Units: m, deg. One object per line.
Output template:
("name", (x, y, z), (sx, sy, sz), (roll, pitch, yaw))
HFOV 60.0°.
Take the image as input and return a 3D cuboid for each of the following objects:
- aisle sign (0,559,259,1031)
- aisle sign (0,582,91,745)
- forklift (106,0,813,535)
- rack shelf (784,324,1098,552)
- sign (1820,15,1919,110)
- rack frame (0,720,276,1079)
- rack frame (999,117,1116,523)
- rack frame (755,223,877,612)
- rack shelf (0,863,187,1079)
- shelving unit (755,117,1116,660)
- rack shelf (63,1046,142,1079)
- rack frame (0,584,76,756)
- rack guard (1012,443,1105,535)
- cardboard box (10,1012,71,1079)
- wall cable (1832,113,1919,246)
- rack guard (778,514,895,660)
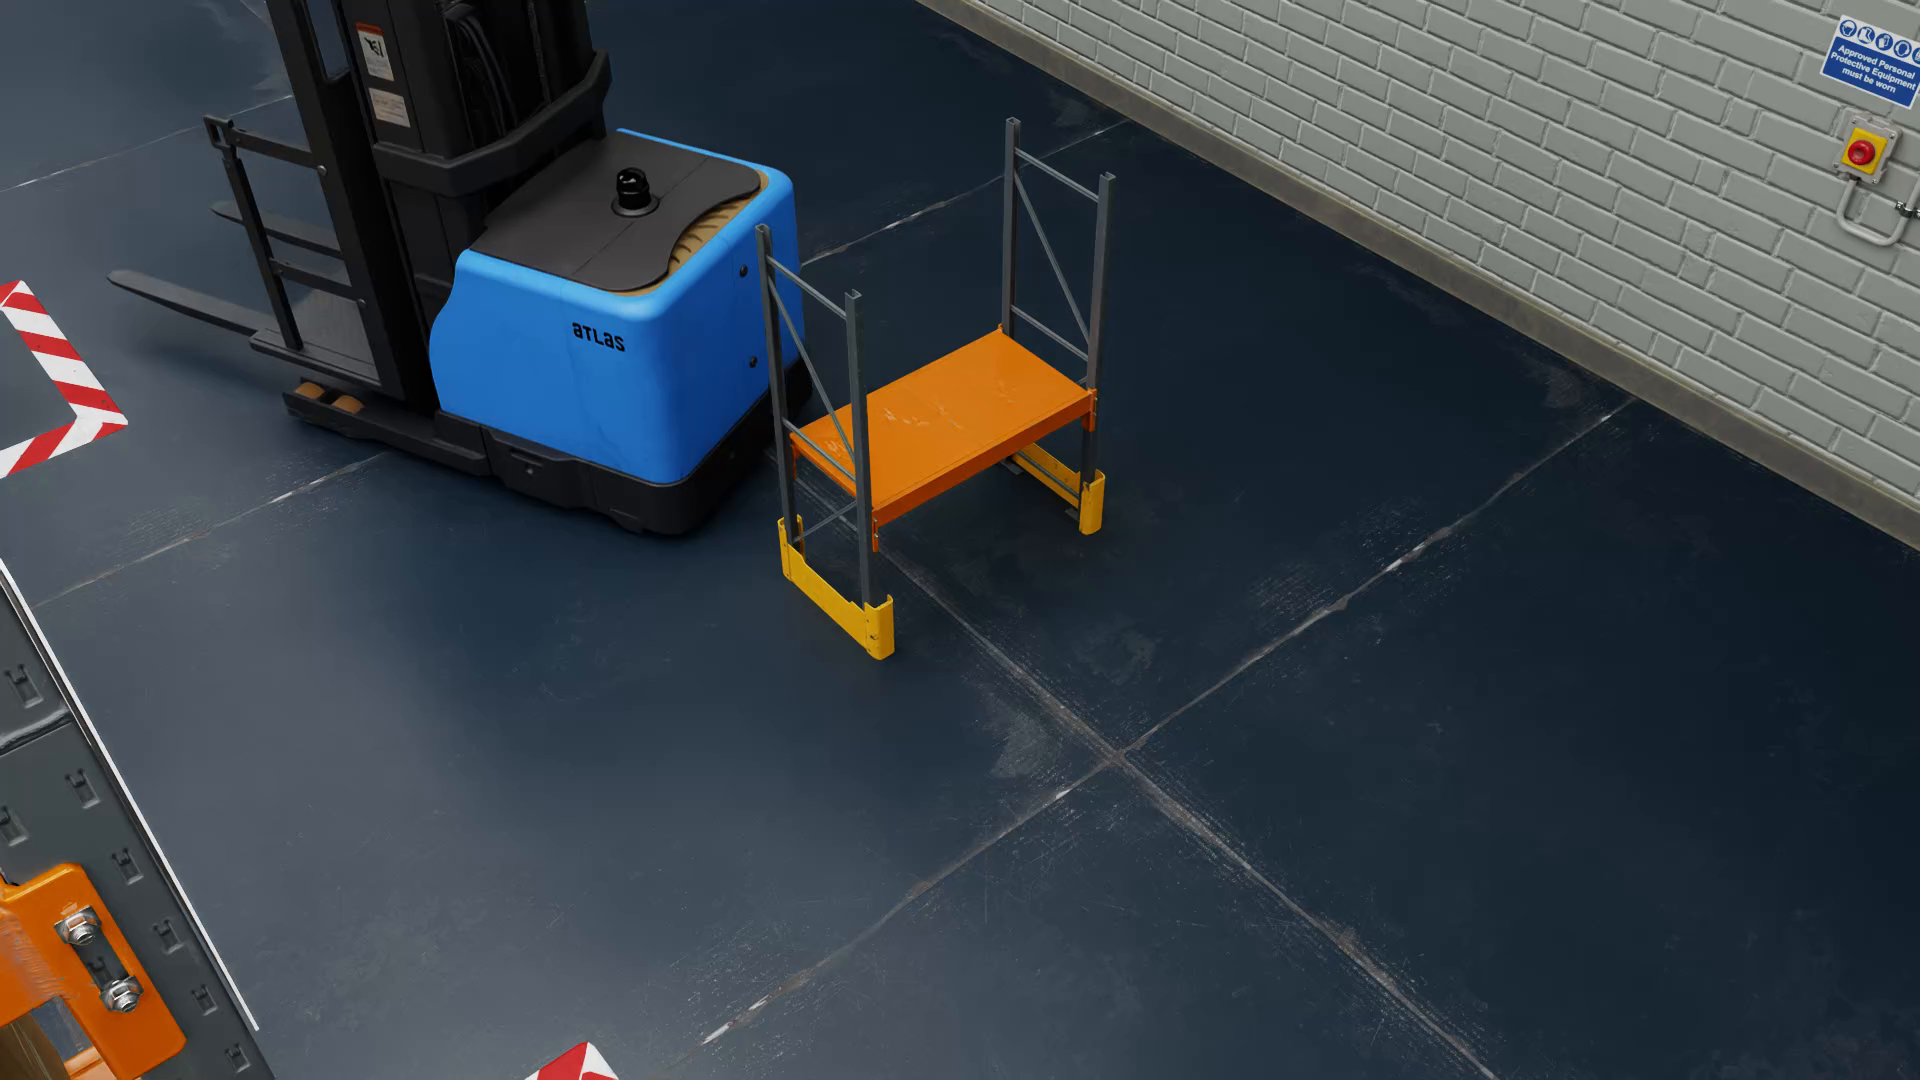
("aisle sign", (-1.006, 0.223, 1.922), (0.004, 0.787, 0.394), (-30, 51, -28))
("aisle sign", (-1.391, -0.092, 2.258), (0.004, 0.787, 0.394), (-30, 51, -28))
("forklift", (-2.155, -1.787, 6.012), (3.031, 2.935, 1.130), (18, 46, 19))
("rack shelf", (-0.065, -0.378, 5.820), (1.000, 0.185, 0.538), (-30, 51, -28))
("sign", (3.066, -1.600, 5.565), (0.001, 0.218, 0.327), (-30, 51, -28))
("rack frame", (-1.260, 1.040, 2.952), (0.127, 3.000, 1.000), (-30, 51, -28))
("rack frame", (0.324, -0.733, 5.934), (0.032, 1.500, 0.500), (-30, 51, -28))
("rack frame", (-0.455, -0.286, 5.459), (0.032, 1.500, 0.500), (-30, 51, -28))
("rack shelf", (-2.794, 1.087, 1.236), (4.000, 0.370, 1.077), (-30, 51, -28))
("shelving unit", (-0.058, -0.513, 5.701), (1.083, 1.500, 0.587), (-30, 51, -28))
("rack shelf", (-2.794, 2.180, 2.263), (4.000, 0.370, 1.077), (-30, 51, -28))
("rack frame", (-1.260, -1.147, 0.898), (0.127, 3.000, 1.000), (-30, 51, -28))
("rack guard", (0.323, -0.276, 6.362), (0.087, 0.250, 0.587), (-30, 51, -28))
("cardboard box", (-1.812, 1.063, 2.854), (0.500, 0.500, 0.500), (-30, 51, -28))
("wall cable", (3.050, -1.831, 5.244), (0.123, 1.953, 0.585), (-30, 51, -28))
("rack guard", (-0.440, 0.161, 5.896), (0.087, 0.250, 0.587), (-30, 51, -28))
